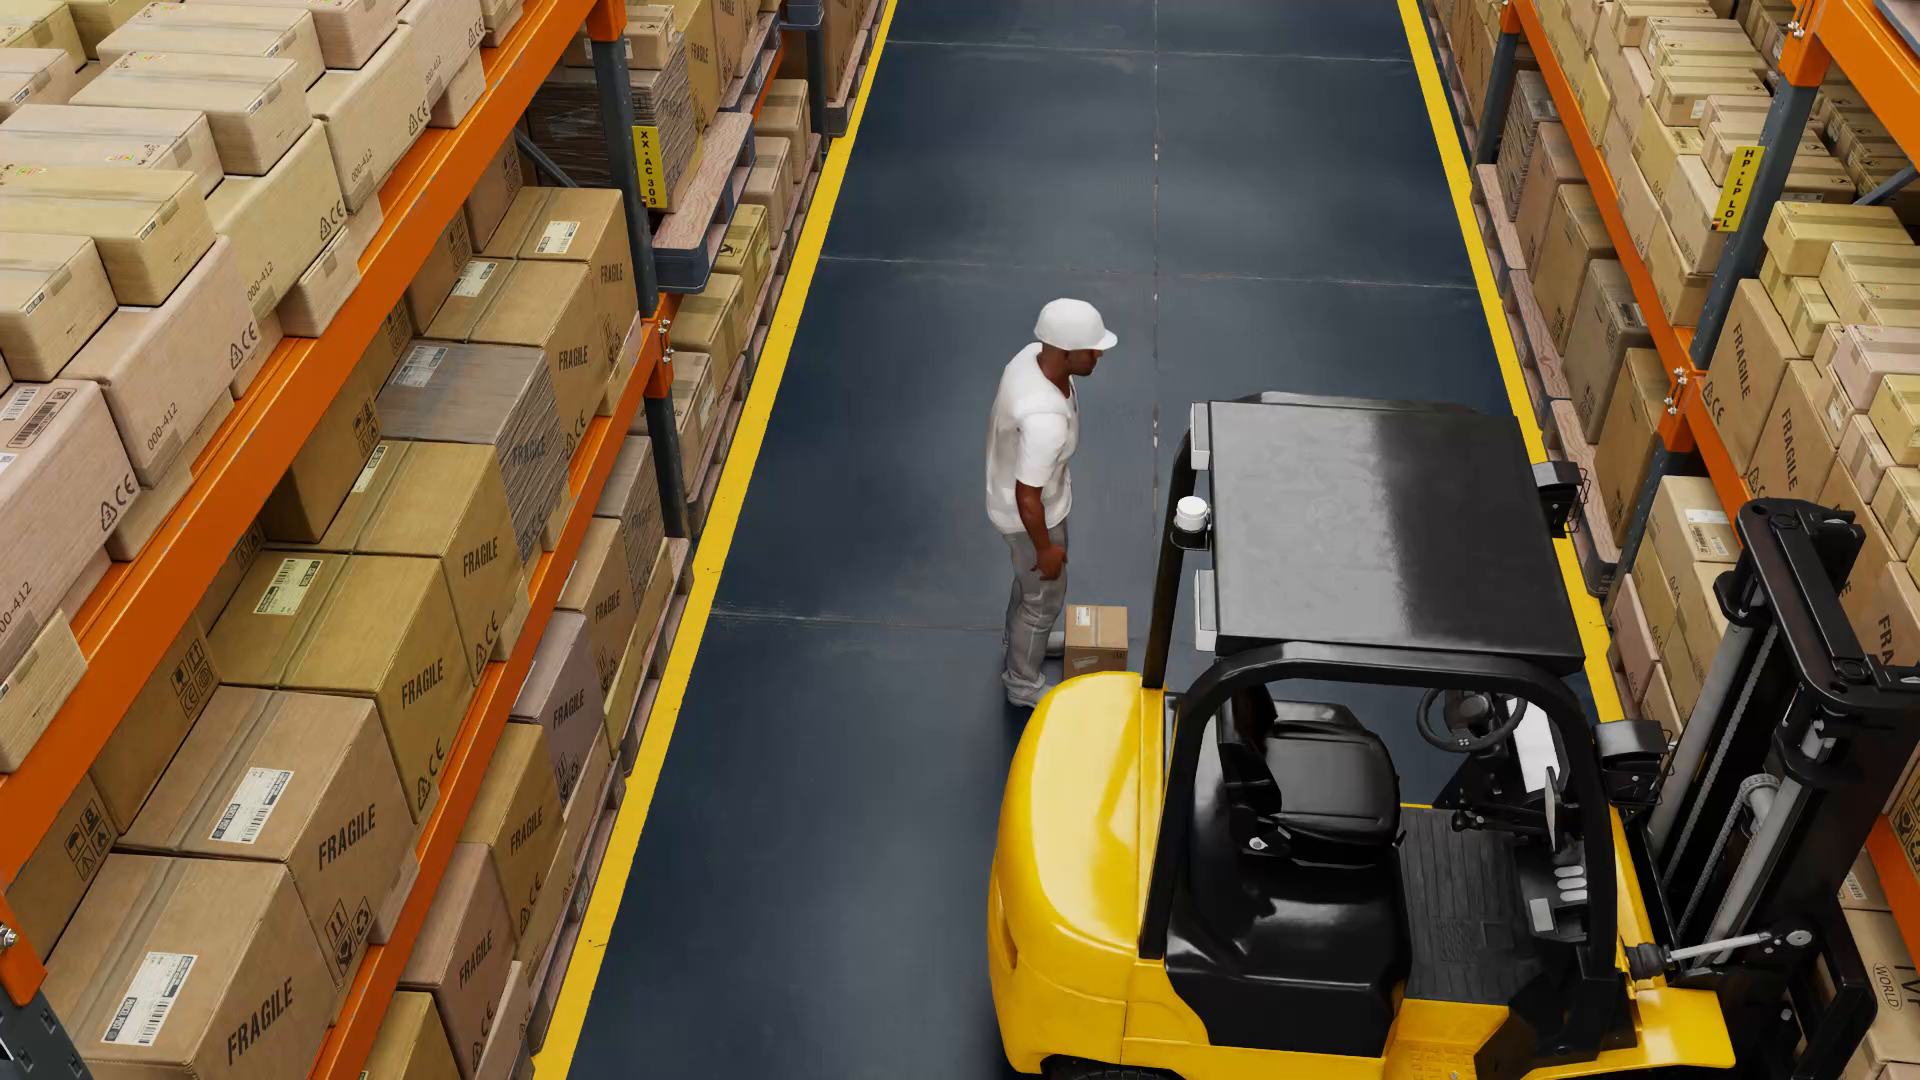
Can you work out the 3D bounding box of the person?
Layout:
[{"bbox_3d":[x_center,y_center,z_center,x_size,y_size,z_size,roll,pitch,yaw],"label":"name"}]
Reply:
[{"bbox_3d":[0.324,-0.139,6.308,0.454,1.761,0.627,3,40,4],"label":"person"}]
